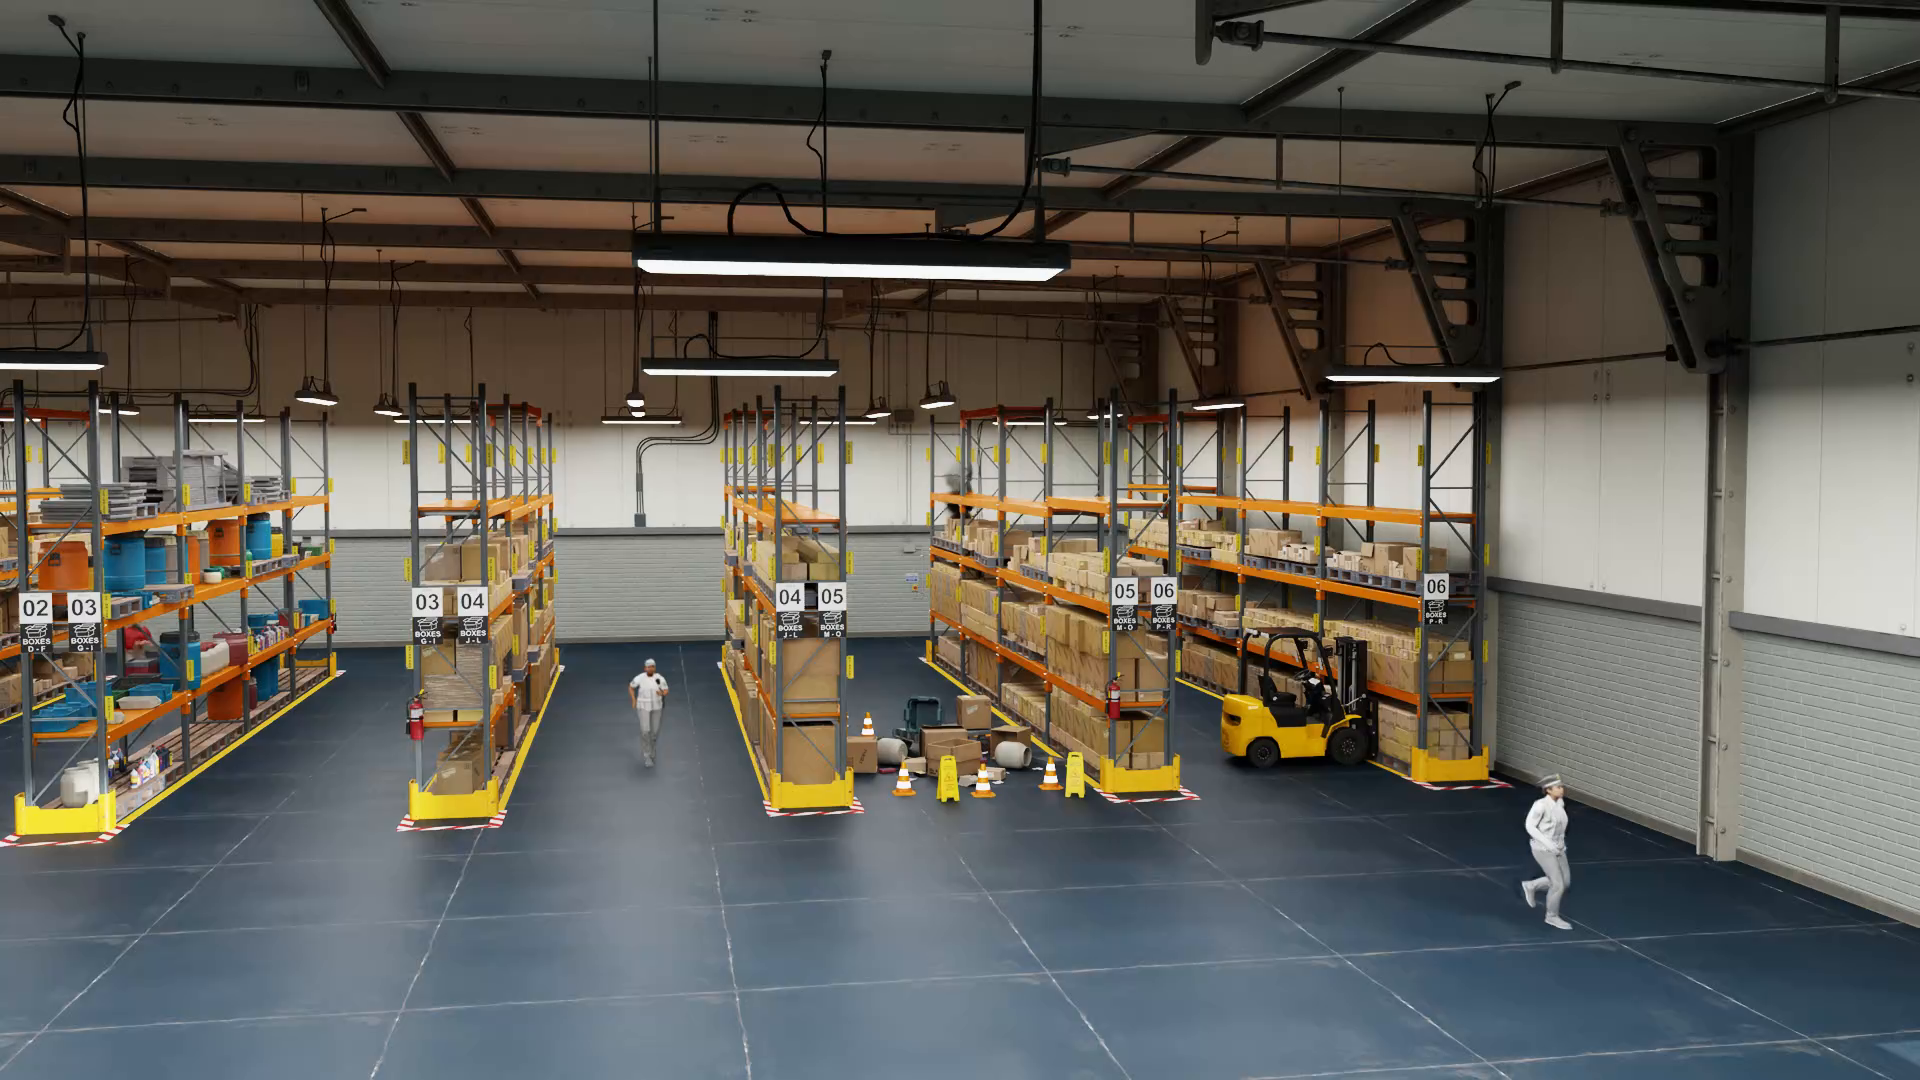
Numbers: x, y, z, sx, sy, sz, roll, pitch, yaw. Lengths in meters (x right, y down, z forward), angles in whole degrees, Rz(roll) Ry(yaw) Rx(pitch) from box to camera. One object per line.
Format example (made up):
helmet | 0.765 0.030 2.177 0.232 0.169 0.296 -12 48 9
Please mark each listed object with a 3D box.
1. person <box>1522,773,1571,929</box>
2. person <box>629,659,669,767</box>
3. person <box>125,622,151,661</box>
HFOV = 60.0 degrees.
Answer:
person | 6.240 3.286 17.717 0.639 1.662 0.522 -2 4 -39
person | -5.055 2.789 27.104 0.589 1.708 0.845 -1 3 -25
person | -17.033 2.416 34.317 0.627 1.789 0.852 -1 3 -24
